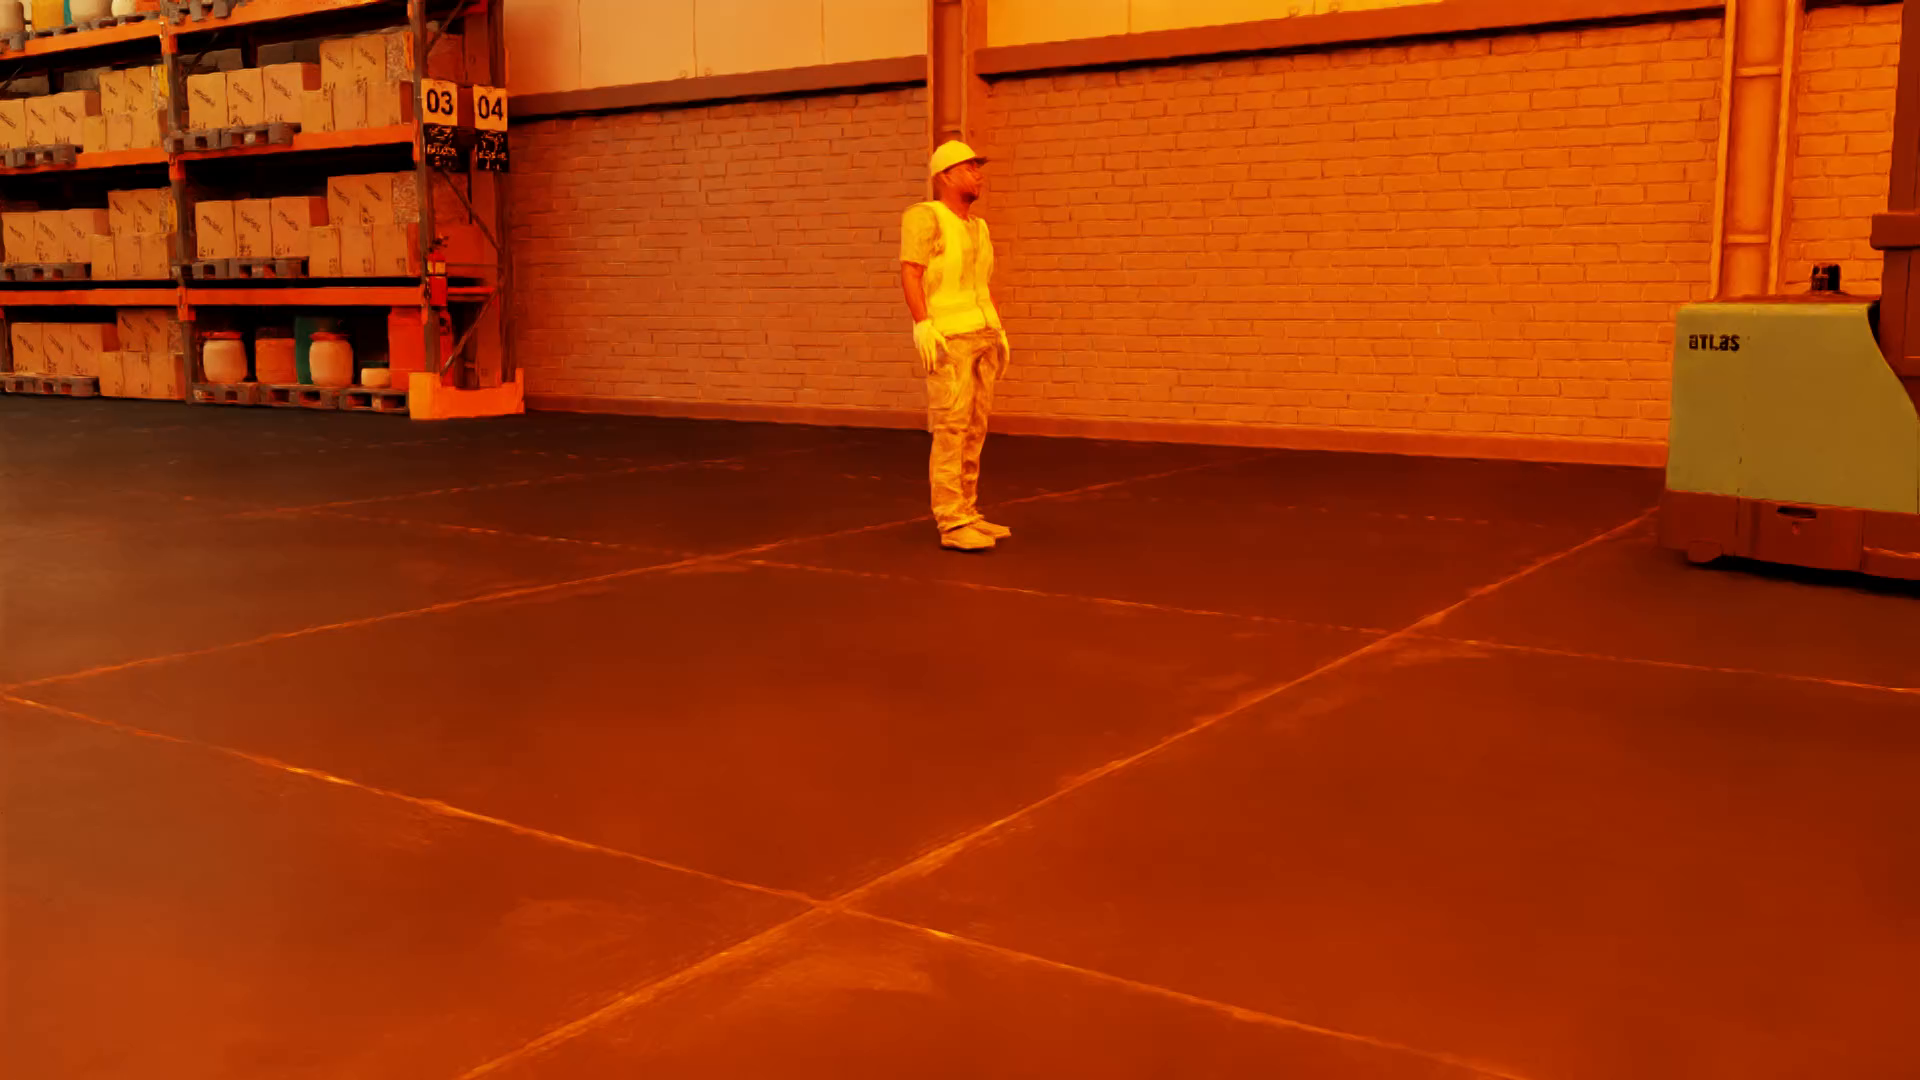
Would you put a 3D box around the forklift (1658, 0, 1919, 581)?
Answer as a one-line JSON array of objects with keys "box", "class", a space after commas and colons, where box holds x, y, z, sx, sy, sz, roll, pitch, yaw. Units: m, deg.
[{"box": [4.181, -1.228, 5.832, 1.130, 2.935, 3.031, -6, 10, -36], "class": "forklift"}]

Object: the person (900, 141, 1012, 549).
[{"box": [0.055, -0.883, 7.431, 0.576, 1.782, 0.655, 5, 10, 34], "class": "person"}]
